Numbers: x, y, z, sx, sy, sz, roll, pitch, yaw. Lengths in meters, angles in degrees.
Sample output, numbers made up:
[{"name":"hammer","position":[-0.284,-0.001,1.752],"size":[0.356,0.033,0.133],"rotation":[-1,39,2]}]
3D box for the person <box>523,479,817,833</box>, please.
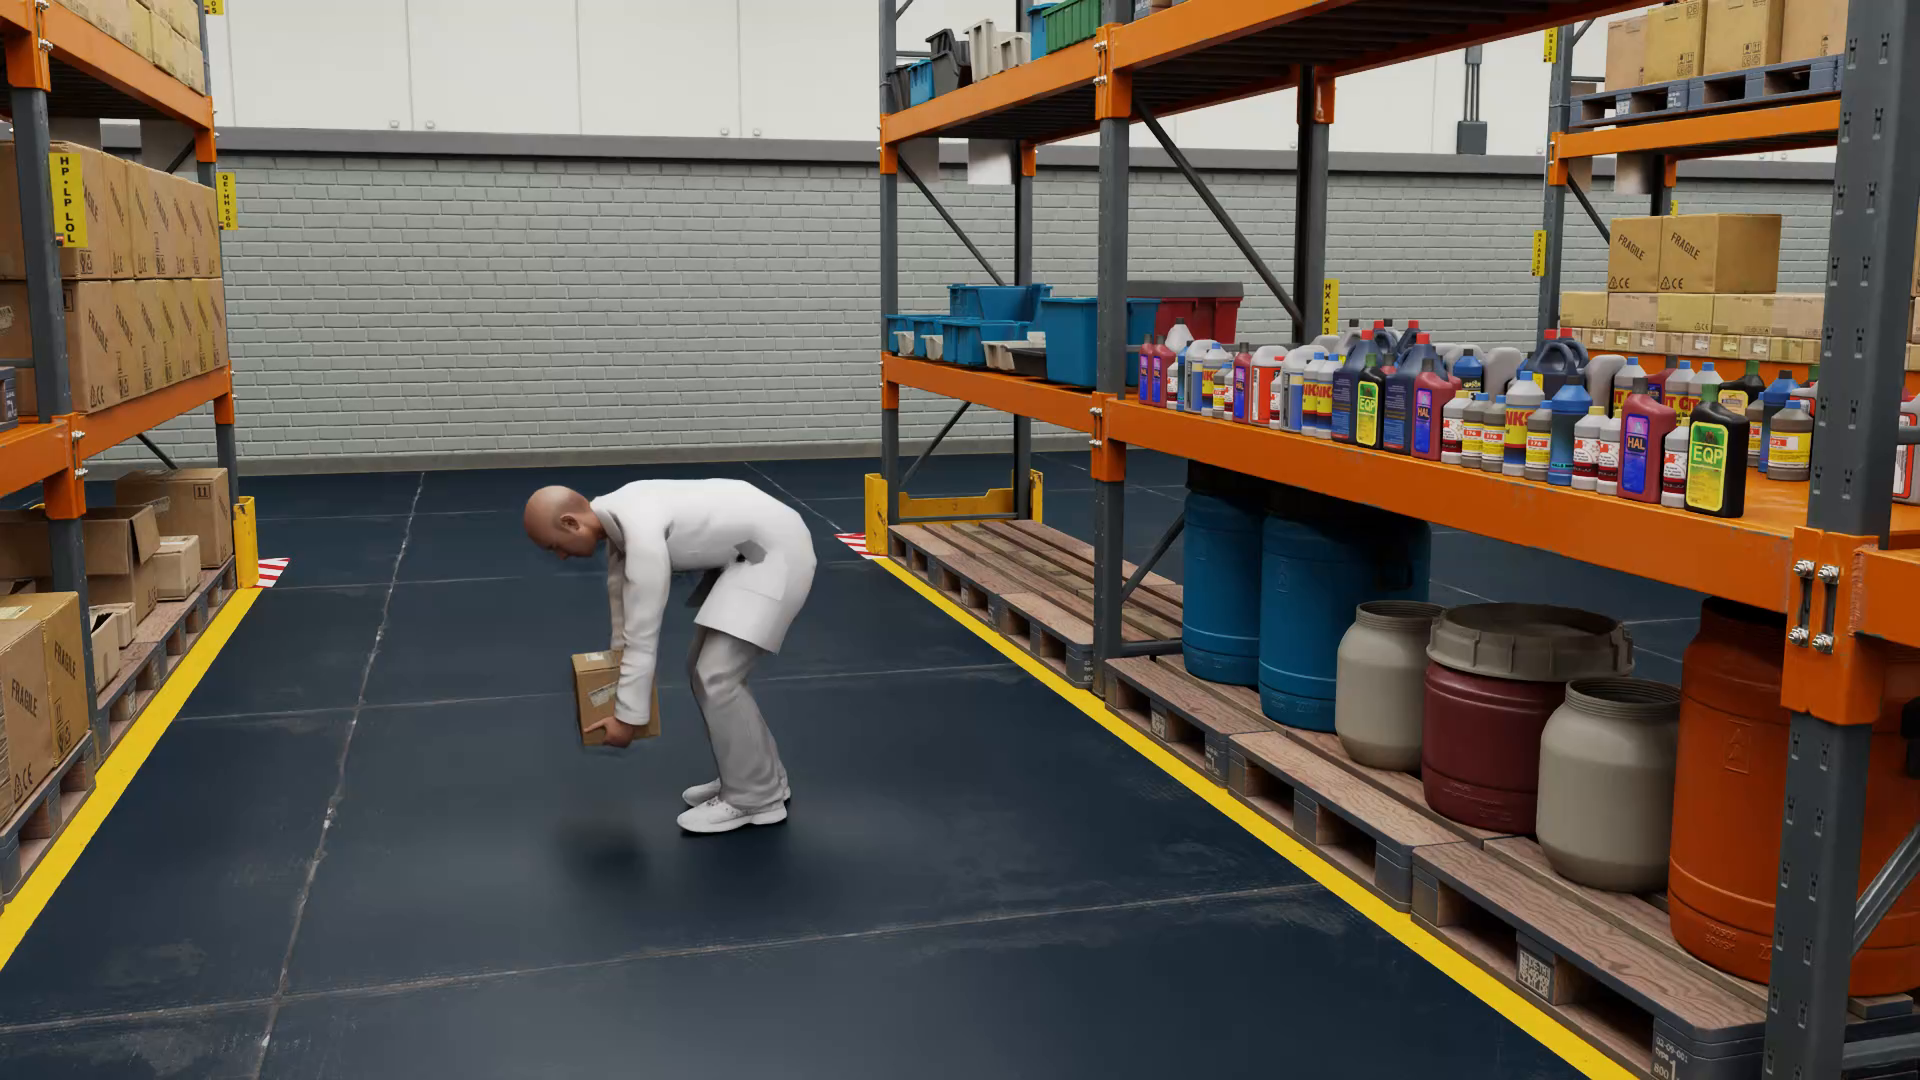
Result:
[{"name":"person","position":[-0.945,0.378,5.520],"size":[0.945,1.157,0.557],"rotation":[-3,10,-18]}]
